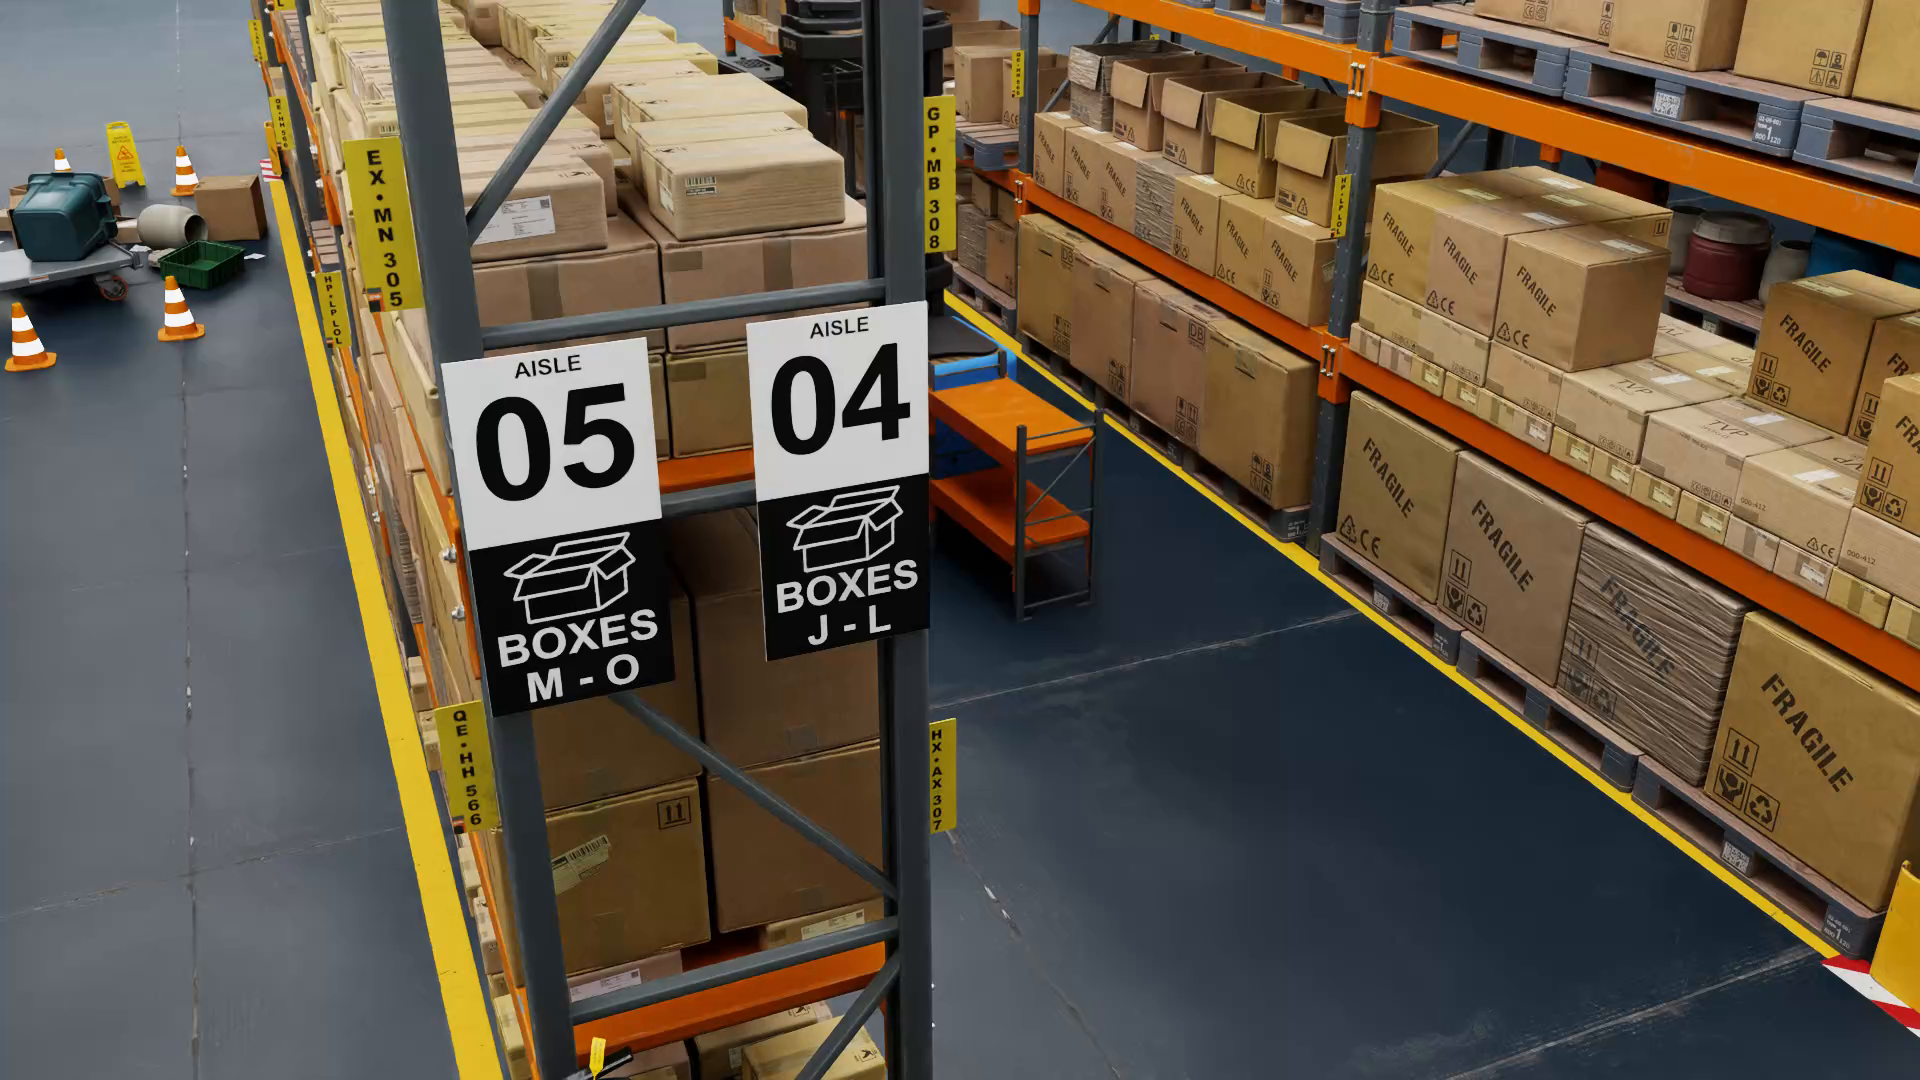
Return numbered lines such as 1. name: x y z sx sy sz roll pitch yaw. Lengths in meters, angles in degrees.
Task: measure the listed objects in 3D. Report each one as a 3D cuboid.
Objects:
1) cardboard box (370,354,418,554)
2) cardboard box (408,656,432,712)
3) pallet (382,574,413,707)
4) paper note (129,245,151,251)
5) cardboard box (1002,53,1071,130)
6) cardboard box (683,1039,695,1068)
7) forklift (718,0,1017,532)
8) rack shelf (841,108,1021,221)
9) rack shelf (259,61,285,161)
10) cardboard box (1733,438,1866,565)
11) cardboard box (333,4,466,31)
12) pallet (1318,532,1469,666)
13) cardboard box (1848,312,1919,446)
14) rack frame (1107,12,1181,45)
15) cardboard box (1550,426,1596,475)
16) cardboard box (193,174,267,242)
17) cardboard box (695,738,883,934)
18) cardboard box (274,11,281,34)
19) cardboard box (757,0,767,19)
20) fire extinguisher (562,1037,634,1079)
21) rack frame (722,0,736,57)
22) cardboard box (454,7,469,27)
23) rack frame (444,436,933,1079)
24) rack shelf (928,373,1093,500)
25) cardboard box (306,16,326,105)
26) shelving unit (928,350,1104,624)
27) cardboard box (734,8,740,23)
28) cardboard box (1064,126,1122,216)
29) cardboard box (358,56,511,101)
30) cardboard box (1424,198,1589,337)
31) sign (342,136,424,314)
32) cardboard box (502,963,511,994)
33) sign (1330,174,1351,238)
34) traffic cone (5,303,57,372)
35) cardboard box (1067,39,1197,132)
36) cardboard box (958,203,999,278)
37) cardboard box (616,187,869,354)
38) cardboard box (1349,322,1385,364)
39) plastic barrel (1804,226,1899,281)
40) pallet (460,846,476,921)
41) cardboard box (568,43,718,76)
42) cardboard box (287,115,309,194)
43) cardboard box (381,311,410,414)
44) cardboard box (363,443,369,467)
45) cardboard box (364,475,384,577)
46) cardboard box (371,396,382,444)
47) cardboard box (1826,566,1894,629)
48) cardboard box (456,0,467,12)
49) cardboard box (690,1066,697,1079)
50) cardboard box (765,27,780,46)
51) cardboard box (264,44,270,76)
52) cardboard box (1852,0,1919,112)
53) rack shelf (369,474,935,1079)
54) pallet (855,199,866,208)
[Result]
1. cardboard box: -1.584 -0.322 5.398 0.500 0.500 0.500 -12 28 -22
2. cardboard box: -2.274 0.619 7.495 0.380 0.149 0.250 -9 28 -18
3. pallet: -2.428 0.398 8.694 1.003 0.211 1.213 -11 28 -21
4. paper note: -7.470 -2.667 15.186 0.172 0.023 0.155 -1 26 -3
5. cardboard box: 0.667 -3.412 12.726 0.500 0.500 0.500 -14 29 -27
6. cardboard box: -0.757 1.573 5.541 0.380 0.149 0.250 -10 28 -20
7. forklift: -0.790 -1.896 10.293 1.130 2.935 3.031 -13 29 -25
8. rack shelf: 0.132 -3.451 14.220 1.077 0.370 4.000 -11 28 -21
9. rack shelf: -6.038 -4.255 15.865 1.077 0.370 4.000 -11 28 -21
10. cardboard box: 3.416 -0.159 6.488 0.500 0.250 0.500 -11 28 -21
11. cardboard box: -1.824 -1.645 5.429 0.380 0.149 0.250 -12 28 -22
12. pallet: 2.707 0.221 9.056 1.003 0.211 1.213 -11 28 -21
13. cardboard box: 3.913 -0.583 6.502 0.500 0.500 0.500 -11 28 -22
14. rack frame: 2.340 -7.048 20.766 1.000 3.000 0.127 -11 28 -21
15. cardboard box: 2.903 -0.434 7.506 0.380 0.149 0.250 -11 28 -22
16. cardboard box: -6.807 -3.099 15.524 0.500 0.500 0.500 -6 27 -12
17. cardboard box: -0.477 0.667 4.513 0.500 0.500 0.500 -9 28 -18
18. cardboard box: -3.507 -3.072 9.089 0.500 0.500 0.500 -11 28 -21
19. cardboard box: -1.721 -5.967 18.100 0.875 0.500 0.500 -11 28 -21
20. fire extinguisher: -0.881 1.457 3.860 0.296 0.674 0.183 -11 28 -21
21. rack frame: -2.218 -6.197 19.023 1.000 3.000 0.127 -11 28 -21
22. cardboard box: -1.707 -1.903 6.412 0.500 0.250 0.500 -12 28 -23
23. rack frame: -0.555 1.074 4.132 1.000 3.000 0.127 -11 28 -21
24. rack shelf: 0.275 -0.576 8.980 0.538 0.278 1.000 -13 29 -25
25. cardboard box: -2.154 -1.810 6.222 0.500 0.250 0.500 -10 28 -19
26. shelving unit: 0.275 -0.313 9.109 0.538 1.125 1.048 -13 29 -25
27. cardboard box: -2.326 -5.928 18.758 0.380 0.149 0.250 -11 28 -21
28. cardboard box: 1.059 -2.561 11.463 0.500 0.500 0.500 -11 28 -22
29. cardboard box: -1.428 -1.217 4.551 0.380 0.149 0.250 -10 28 -19
30. cardboard box: 2.620 -1.318 8.008 0.500 0.500 0.500 -11 28 -21
31. sign: -1.074 -0.585 3.100 0.100 0.325 0.005 -11 28 -21
32. cardboard box: -1.303 1.419 5.517 0.380 0.149 0.250 -12 28 -23
33. sign: 1.986 -1.740 8.665 0.100 0.325 0.005 -11 28 -21
34. traffic cone: -6.962 -1.534 12.364 0.336 0.463 0.334 -11 28 -21
35. cardboard box: 1.187 -3.165 11.556 0.797 0.503 0.637 -10 28 -19
36. cardboard box: 0.405 -2.530 13.861 0.700 0.500 0.500 -13 29 -25
37. cardboard box: -0.492 -0.657 3.859 0.500 0.250 0.500 -10 28 -20
38. cardboard box: 2.291 -1.063 8.794 0.380 0.149 0.250 -11 28 -20
39. plastic barrel: 6.564 -1.957 12.253 0.600 0.901 0.708 -11 28 -21
40. pallet: -1.345 1.471 6.498 1.003 0.211 1.213 -11 28 -21
41. cardboard box: -0.904 -1.315 4.753 0.380 0.149 0.250 -10 28 -19
42. cardboard box: -4.501 -2.740 11.828 0.500 0.500 0.500 -11 28 -21
43. cardboard box: -1.183 -0.549 4.209 0.500 0.250 0.500 -11 28 -21
44. cardboard box: -2.835 -0.410 8.687 0.500 0.250 0.500 -9 28 -18
45. cardboard box: -2.844 -0.069 8.843 0.500 0.500 0.500 -11 28 -22
46. cardboard box: -1.959 -0.278 6.447 0.500 0.500 0.500 -11 28 -21
47. cardboard box: 3.502 0.184 6.241 0.380 0.149 0.250 -10 28 -20
48. cardboard box: -1.747 -2.146 6.454 0.380 0.149 0.250 -12 28 -23
49. cardboard box: -0.747 1.709 5.601 0.380 0.149 0.250 -10 28 -20
50. cardboard box: -1.827 -5.306 17.484 0.380 0.149 0.250 -11 28 -21
51. cardboard box: -6.295 -4.845 16.083 0.875 0.550 0.550 -11 28 -21
52. cardboard box: 3.686 -1.813 5.918 0.700 0.500 0.500 -12 28 -22
53. rack shelf: -1.339 0.590 5.943 1.077 0.370 4.000 -11 28 -21
54. pallet: -0.345 -3.015 15.684 1.003 0.211 1.213 -11 28 -21
